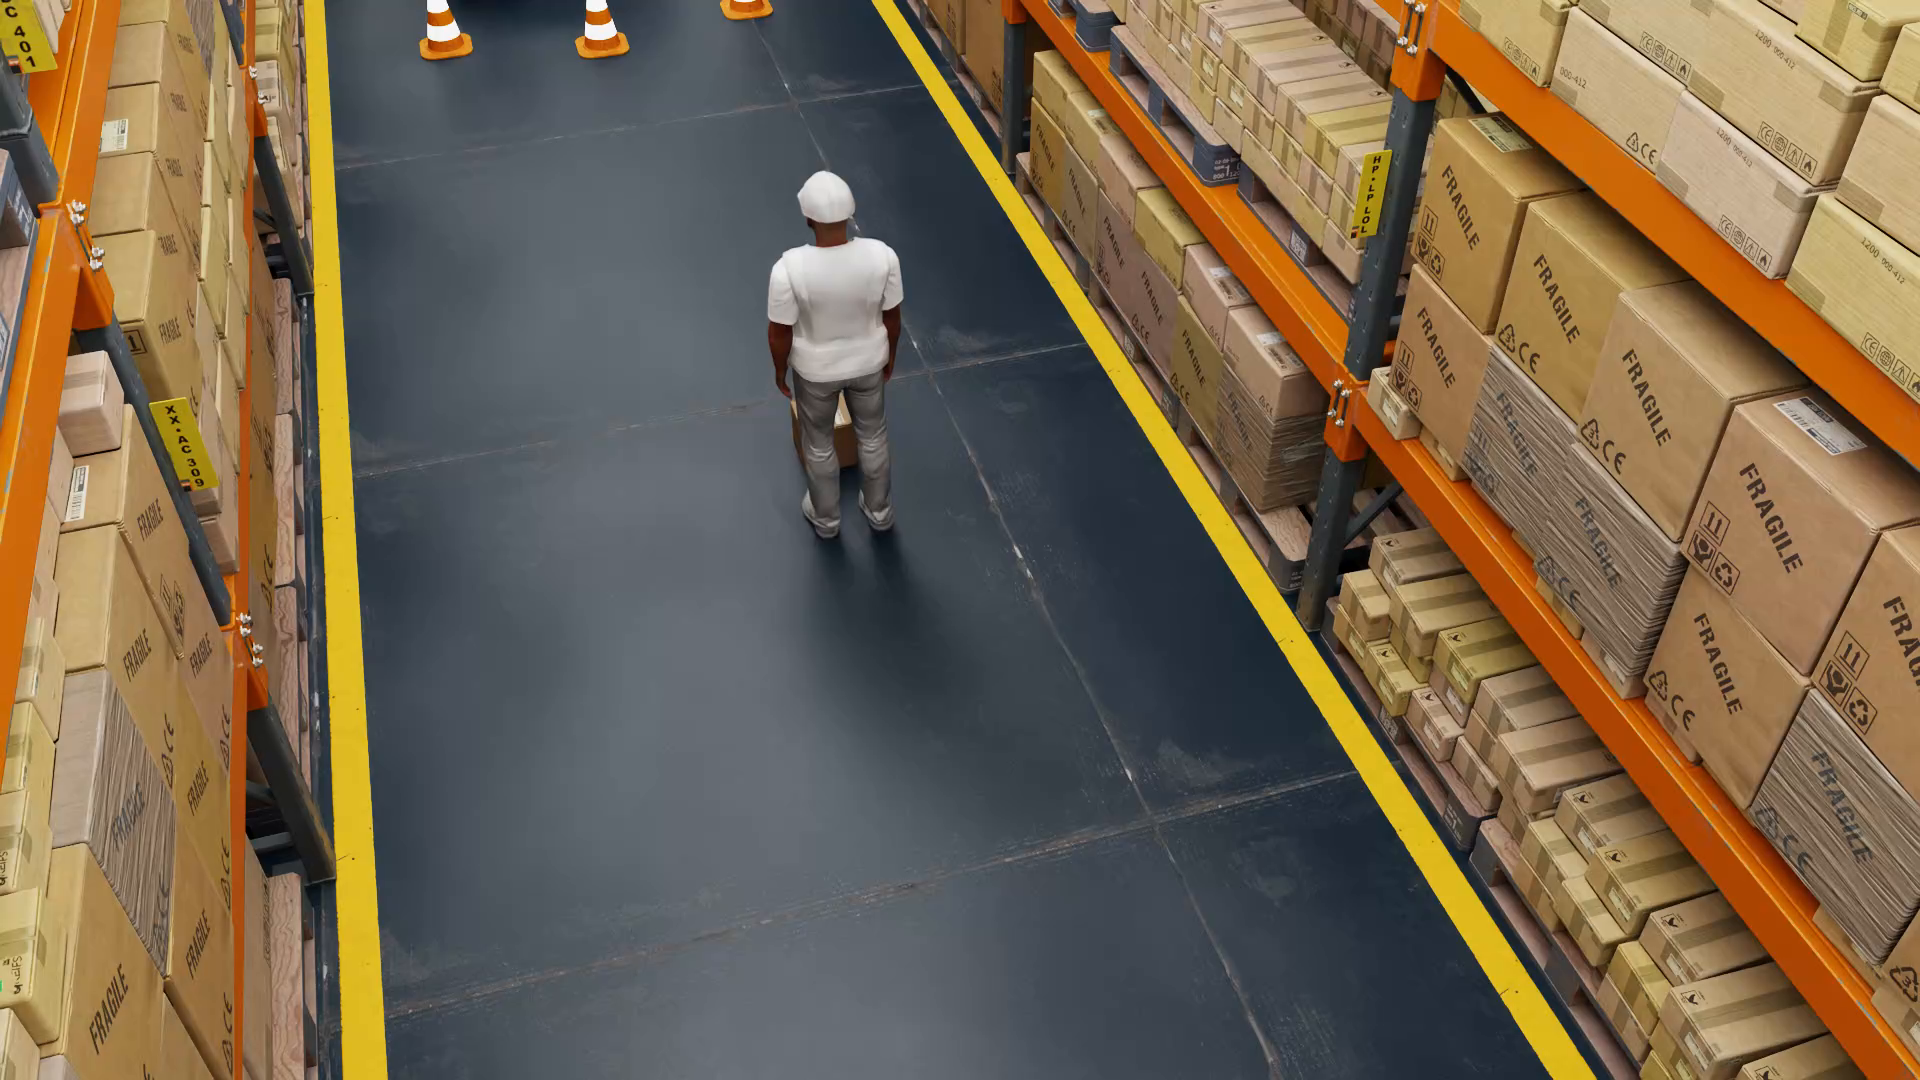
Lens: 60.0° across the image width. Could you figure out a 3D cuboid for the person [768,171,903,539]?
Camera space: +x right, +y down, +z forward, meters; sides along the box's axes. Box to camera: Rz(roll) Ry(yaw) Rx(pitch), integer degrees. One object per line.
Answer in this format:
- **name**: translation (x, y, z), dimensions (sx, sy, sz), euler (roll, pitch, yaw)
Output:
- **person**: translation (-0.519, -0.754, 6.984), dimensions (0.563, 1.762, 0.360), euler (-11, 43, -12)
